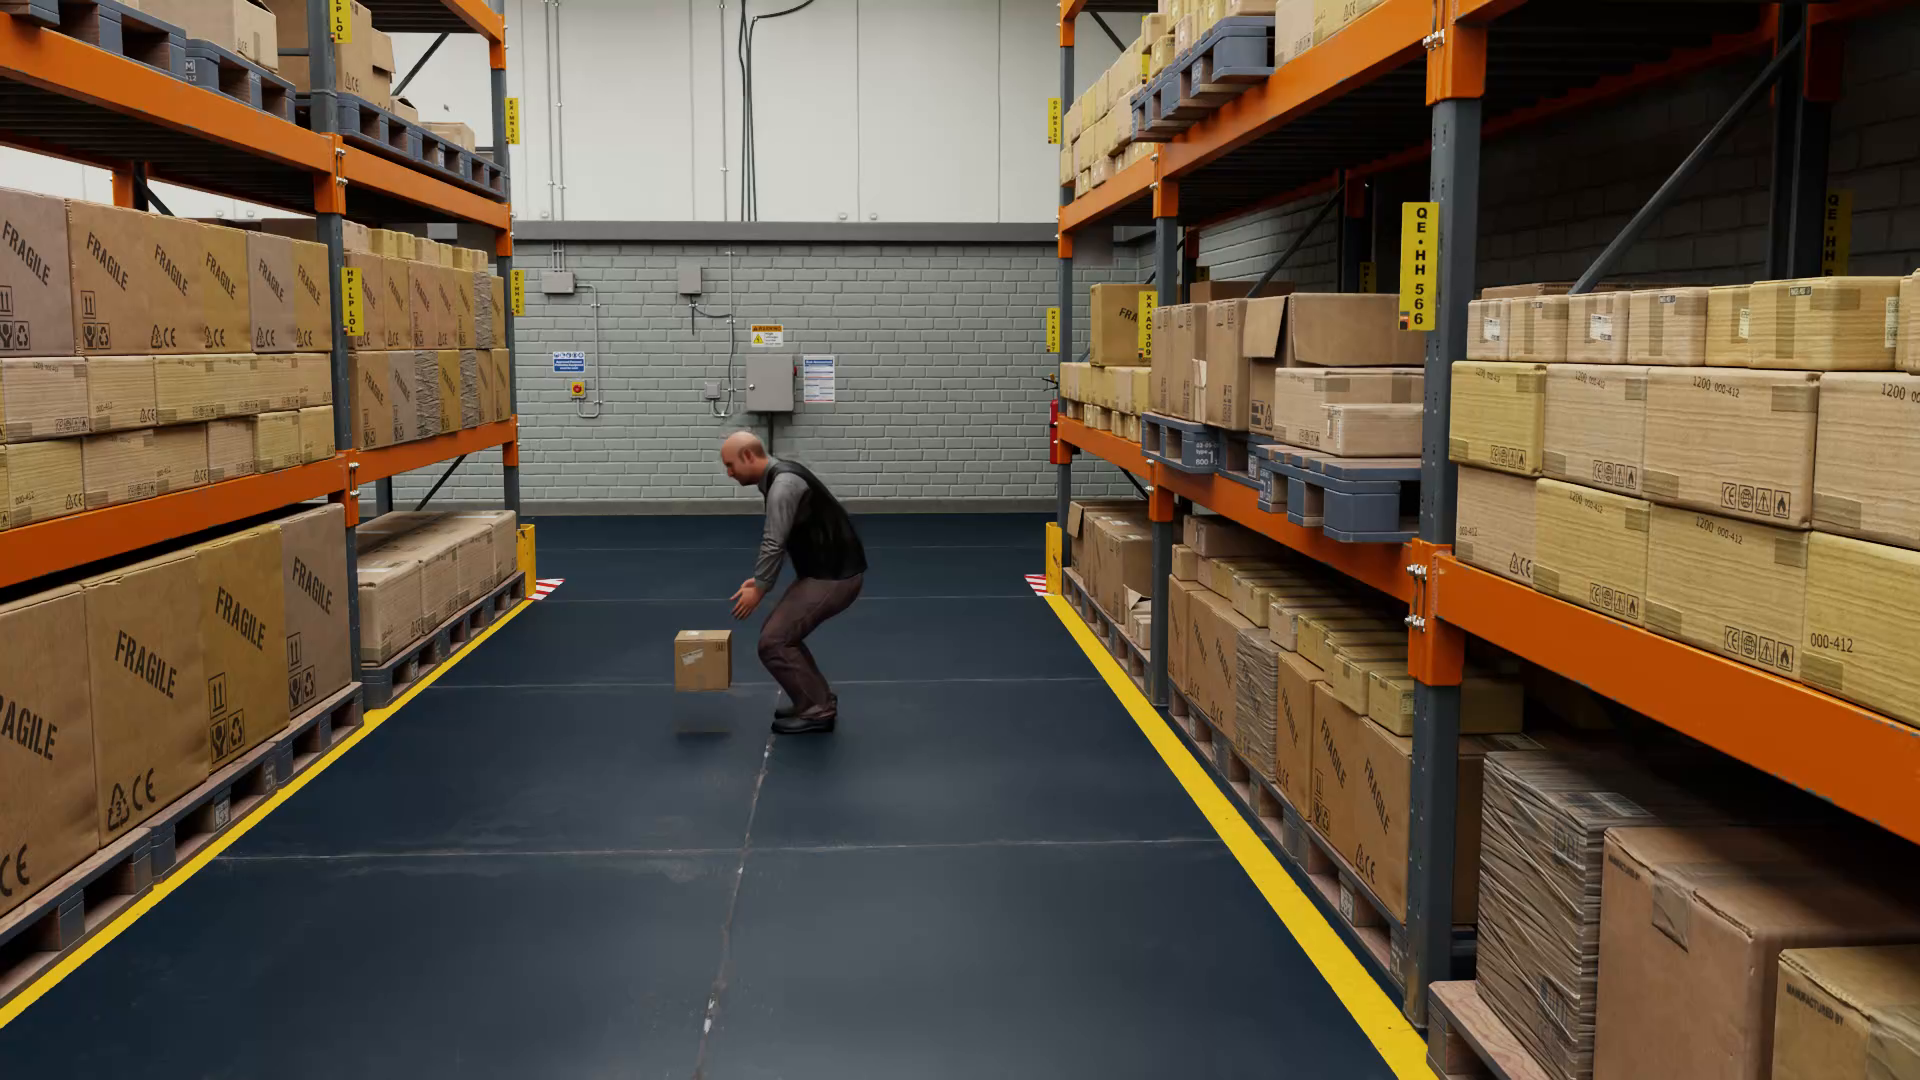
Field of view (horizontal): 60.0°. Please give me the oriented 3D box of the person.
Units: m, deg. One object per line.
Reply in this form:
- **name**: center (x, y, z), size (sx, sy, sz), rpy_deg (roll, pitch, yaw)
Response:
- **person**: center (-0.786, 0.195, 7.954), size (0.689, 1.434, 0.591), rpy_deg (0, 7, -3)
